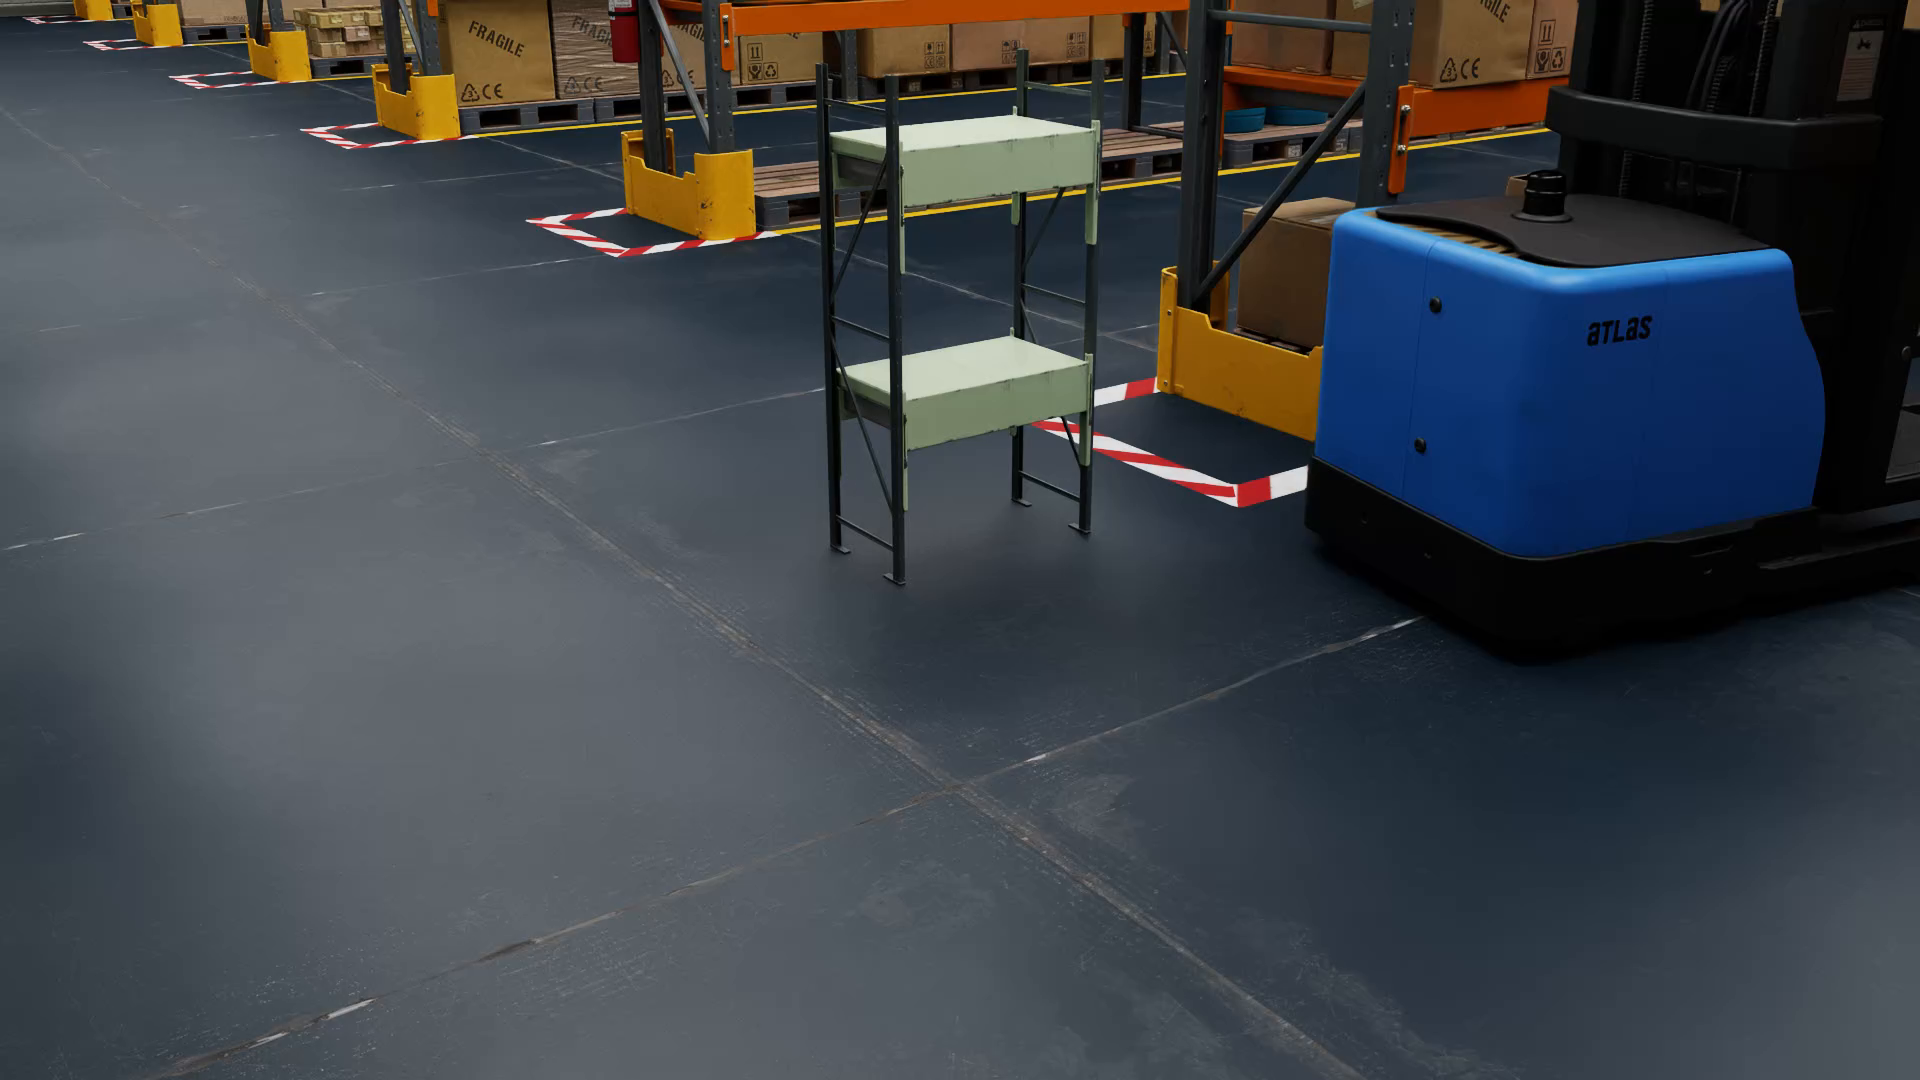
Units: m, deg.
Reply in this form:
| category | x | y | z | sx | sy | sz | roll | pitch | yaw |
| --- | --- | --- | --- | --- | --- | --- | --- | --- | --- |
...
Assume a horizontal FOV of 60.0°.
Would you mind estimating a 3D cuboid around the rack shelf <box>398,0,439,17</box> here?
| category | x | y | z | sx | sy | sz | roll | pitch | yaw |
| --- | --- | --- | --- | --- | --- | --- | --- | --- | --- |
| rack shelf | -2.939 | -4.961 | 14.753 | 4.000 | 0.370 | 1.077 | -15 | 26 | -33 |

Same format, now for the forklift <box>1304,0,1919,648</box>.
| category | x | y | z | sx | sy | sz | roll | pitch | yaw |
| --- | --- | --- | --- | --- | --- | --- | --- | --- | --- |
| forklift | 2.666 | -1.408 | 4.970 | 3.031 | 2.935 | 1.130 | -9 | 24 | -22 |

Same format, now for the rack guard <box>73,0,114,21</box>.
| category | x | y | z | sx | sy | sz | roll | pitch | yaw |
| --- | --- | --- | --- | --- | --- | --- | --- | --- | --- |
| rack guard | -13.190 | -8.192 | 25.251 | 0.348 | 0.500 | 1.175 | -15 | 26 | -33 |

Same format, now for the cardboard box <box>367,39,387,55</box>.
| category | x | y | z | sx | sy | sz | roll | pitch | yaw |
| --- | --- | --- | --- | --- | --- | --- | --- | --- | --- |
| cardboard box | -6.402 | -5.402 | 18.166 | 0.250 | 0.149 | 0.380 | -15 | 26 | -32 |

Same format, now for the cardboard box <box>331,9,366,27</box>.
| category | x | y | z | sx | sy | sz | roll | pitch | yaw |
| --- | --- | --- | --- | --- | --- | --- | --- | --- | --- |
| cardboard box | -6.600 | -5.631 | 17.938 | 0.250 | 0.149 | 0.380 | -14 | 26 | -32 |

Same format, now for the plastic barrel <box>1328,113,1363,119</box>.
| category | x | y | z | sx | sy | sz | roll | pitch | yaw |
| --- | --- | --- | --- | --- | --- | --- | --- | --- | --- |
| plastic barrel | 3.114 | -3.639 | 13.259 | 0.421 | 0.512 | 0.421 | 0 | 22 | 0 |

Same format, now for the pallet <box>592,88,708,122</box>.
| category | x | y | z | sx | sy | sz | roll | pitch | yaw |
| --- | --- | --- | --- | --- | --- | --- | --- | --- | --- |
| pallet | -2.969 | -4.027 | 15.203 | 1.213 | 0.211 | 1.003 | -15 | 26 | -33 |

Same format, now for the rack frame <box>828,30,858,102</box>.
| category | x | y | z | sx | sy | sz | roll | pitch | yaw |
| --- | --- | --- | --- | --- | --- | --- | --- | --- | --- |
| rack frame | -1.315 | -5.728 | 15.705 | 0.127 | 3.000 | 1.000 | -15 | 26 | -33 |

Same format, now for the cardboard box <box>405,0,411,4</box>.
| category | x | y | z | sx | sy | sz | roll | pitch | yaw |
| --- | --- | --- | --- | --- | --- | --- | --- | --- | --- |
| cardboard box | -7.675 | -7.611 | 23.314 | 0.875 | 0.438 | 0.875 | -15 | 26 | -34 |

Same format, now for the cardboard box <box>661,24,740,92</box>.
| category | x | y | z | sx | sy | sz | roll | pitch | yaw |
| --- | --- | --- | --- | --- | --- | --- | --- | --- | --- |
| cardboard box | -2.628 | -4.623 | 15.235 | 0.875 | 0.875 | 0.875 | -15 | 26 | -33 |

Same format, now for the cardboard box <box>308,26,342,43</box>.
| category | x | y | z | sx | sy | sz | roll | pitch | yaw |
| --- | --- | --- | --- | --- | --- | --- | --- | --- | --- |
| cardboard box | -6.802 | -5.422 | 17.815 | 0.250 | 0.149 | 0.380 | -14 | 26 | -31 |

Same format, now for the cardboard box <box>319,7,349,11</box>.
| category | x | y | z | sx | sy | sz | roll | pitch | yaw |
| --- | --- | --- | --- | --- | --- | --- | --- | --- | --- |
| cardboard box | -6.858 | -5.752 | 18.241 | 0.250 | 0.149 | 0.380 | -14 | 26 | -32 |

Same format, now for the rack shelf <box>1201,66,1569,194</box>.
| category | x | y | z | sx | sy | sz | roll | pitch | yaw |
| --- | --- | --- | --- | --- | --- | --- | --- | --- | --- |
| rack shelf | 2.844 | -1.980 | 7.283 | 4.000 | 0.370 | 1.077 | -15 | 26 | -33 |

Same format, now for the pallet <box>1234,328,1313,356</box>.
| category | x | y | z | sx | sy | sz | roll | pitch | yaw |
| --- | --- | --- | --- | --- | --- | --- | --- | --- | --- |
| pallet | 1.929 | -0.776 | 7.056 | 1.213 | 0.211 | 1.003 | -15 | 26 | -33 |

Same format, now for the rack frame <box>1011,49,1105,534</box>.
| category | x | y | z | sx | sy | sz | roll | pitch | yaw |
| --- | --- | --- | --- | --- | --- | --- | --- | --- | --- |
| rack frame | 0.303 | -0.777 | 5.321 | 0.023 | 1.500 | 0.400 | -15 | 26 | -33 |

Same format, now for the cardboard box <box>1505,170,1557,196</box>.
| category | x | y | z | sx | sy | sz | roll | pitch | yaw |
| --- | --- | --- | --- | --- | --- | --- | --- | --- | --- |
| cardboard box | 2.945 | -1.384 | 7.592 | 0.637 | 0.503 | 0.797 | -15 | 26 | -33 |

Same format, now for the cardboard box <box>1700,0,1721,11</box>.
| category | x | y | z | sx | sy | sz | roll | pitch | yaw |
| --- | --- | --- | --- | --- | --- | --- | --- | --- | --- |
| cardboard box | 2.966 | -2.273 | 6.912 | 0.500 | 0.500 | 0.500 | -15 | 26 | -32 |

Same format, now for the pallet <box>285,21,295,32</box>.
| category | x | y | z | sx | sy | sz | roll | pitch | yaw |
| --- | --- | --- | --- | --- | --- | --- | --- | --- | --- |
| pallet | -8.757 | -7.008 | 22.674 | 1.213 | 0.211 | 1.003 | -15 | 26 | -33 |

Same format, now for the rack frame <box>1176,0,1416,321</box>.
| category | x | y | z | sx | sy | sz | roll | pitch | yaw |
| --- | --- | --- | --- | --- | --- | --- | --- | --- | --- |
| rack frame | 1.220 | -1.882 | 6.064 | 0.127 | 3.000 | 1.000 | -15 | 26 | -33 |

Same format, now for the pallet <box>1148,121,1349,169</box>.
| category | x | y | z | sx | sy | sz | roll | pitch | yaw |
| --- | --- | --- | --- | --- | --- | --- | --- | --- | --- |
| pallet | 2.228 | -3.098 | 12.875 | 1.213 | 0.211 | 1.003 | -15 | 26 | -33 |

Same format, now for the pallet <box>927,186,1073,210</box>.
| category | x | y | z | sx | sy | sz | roll | pitch | yaw |
| --- | --- | --- | --- | --- | --- | --- | --- | --- | --- |
| pallet | 0.012 | -2.507 | 11.394 | 1.213 | 0.211 | 1.003 | -15 | 26 | -33 |

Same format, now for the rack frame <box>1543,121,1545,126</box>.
| category | x | y | z | sx | sy | sz | roll | pitch | yaw |
| --- | --- | --- | --- | --- | --- | --- | --- | --- | --- |
| rack frame | 4.824 | -5.104 | 14.140 | 0.127 | 3.000 | 1.000 | -15 | 26 | -33 |

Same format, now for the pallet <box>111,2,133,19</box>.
| category | x | y | z | sx | sy | sz | roll | pitch | yaw |
| --- | --- | --- | --- | --- | --- | --- | --- | --- | --- |
| pallet | -12.543 | -8.231 | 25.738 | 1.213 | 0.211 | 1.003 | -15 | 26 | -33 |

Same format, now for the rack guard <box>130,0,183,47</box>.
| category | x | y | z | sx | sy | sz | roll | pitch | yaw |
| --- | --- | --- | --- | --- | --- | --- | --- | --- | --- |
| rack guard | -10.369 | -6.678 | 21.457 | 0.348 | 0.500 | 1.175 | -15 | 26 | -33 |

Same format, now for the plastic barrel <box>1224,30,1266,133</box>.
| category | x | y | z | sx | sy | sz | roll | pitch | yaw |
| --- | --- | --- | --- | --- | --- | --- | --- | --- | --- |
| plastic barrel | 2.029 | -3.571 | 12.564 | 0.708 | 0.901 | 0.600 | -15 | 26 | -33 |

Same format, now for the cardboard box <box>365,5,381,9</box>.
| category | x | y | z | sx | sy | sz | roll | pitch | yaw |
| --- | --- | --- | --- | --- | --- | --- | --- | --- | --- |
| cardboard box | -6.474 | -5.883 | 18.570 | 0.250 | 0.149 | 0.380 | -16 | 27 | -35 |

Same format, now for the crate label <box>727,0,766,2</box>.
| category | x | y | z | sx | sy | sz | roll | pitch | yaw |
| --- | --- | --- | --- | --- | --- | --- | --- | --- | --- |
| crate label | -1.277 | -3.277 | 9.707 | 0.303 | 0.233 | 0.416 | -15 | 26 | -33 |

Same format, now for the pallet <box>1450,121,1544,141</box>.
| category | x | y | z | sx | sy | sz | roll | pitch | yaw |
| --- | --- | --- | --- | --- | --- | --- | --- | --- | --- |
| pallet | 4.209 | -3.626 | 14.198 | 1.213 | 0.211 | 1.003 | -15 | 26 | -33 |

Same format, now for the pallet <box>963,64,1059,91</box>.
| category | x | y | z | sx | sy | sz | roll | pitch | yaw |
| --- | --- | --- | --- | --- | --- | --- | --- | --- | --- |
| pallet | 0.258 | -4.889 | 17.363 | 1.213 | 0.211 | 1.003 | -15 | 26 | -33 |

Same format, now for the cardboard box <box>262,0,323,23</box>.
| category | x | y | z | sx | sy | sz | roll | pitch | yaw |
| --- | --- | --- | --- | --- | --- | --- | --- | --- | --- |
| cardboard box | -9.134 | -7.223 | 22.340 | 0.875 | 0.438 | 0.875 | -14 | 26 | -31 |

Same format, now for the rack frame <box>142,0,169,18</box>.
| category | x | y | z | sx | sy | sz | roll | pitch | yaw |
| --- | --- | --- | --- | --- | --- | --- | --- | --- | --- |
| rack frame | -10.350 | -7.844 | 21.007 | 0.127 | 3.000 | 1.000 | -15 | 26 | -33 |

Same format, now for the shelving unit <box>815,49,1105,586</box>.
| category | x | y | z | sx | sy | sz | roll | pitch | yaw |
| --- | --- | --- | --- | --- | --- | --- | --- | --- | --- |
| shelving unit | 0.005 | -0.698 | 5.122 | 0.755 | 1.500 | 0.431 | -15 | 26 | -33 |

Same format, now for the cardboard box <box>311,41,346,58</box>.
| category | x | y | z | sx | sy | sz | roll | pitch | yaw |
| --- | --- | --- | --- | --- | --- | --- | --- | --- | --- |
| cardboard box | -6.765 | -5.265 | 17.823 | 0.250 | 0.149 | 0.380 | -14 | 26 | -32 |

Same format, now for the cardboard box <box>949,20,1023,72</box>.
| category | x | y | z | sx | sy | sz | roll | pitch | yaw |
| --- | --- | --- | --- | --- | --- | --- | --- | --- | --- |
| cardboard box | -0.083 | -5.275 | 16.868 | 0.875 | 0.875 | 1.225 | -16 | 27 | -35 |

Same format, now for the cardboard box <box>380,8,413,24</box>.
| category | x | y | z | sx | sy | sz | roll | pitch | yaw |
| --- | --- | --- | --- | --- | --- | --- | --- | --- | --- |
| cardboard box | -6.167 | -5.726 | 18.175 | 0.250 | 0.149 | 0.380 | -16 | 27 | -35 |

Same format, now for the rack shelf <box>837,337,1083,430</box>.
| category | x | y | z | sx | sy | sz | roll | pitch | yaw |
| --- | --- | --- | --- | --- | --- | --- | --- | --- | --- |
| rack shelf | 0.005 | -0.486 | 5.207 | 0.686 | 0.124 | 0.368 | -15 | 26 | -33 |
